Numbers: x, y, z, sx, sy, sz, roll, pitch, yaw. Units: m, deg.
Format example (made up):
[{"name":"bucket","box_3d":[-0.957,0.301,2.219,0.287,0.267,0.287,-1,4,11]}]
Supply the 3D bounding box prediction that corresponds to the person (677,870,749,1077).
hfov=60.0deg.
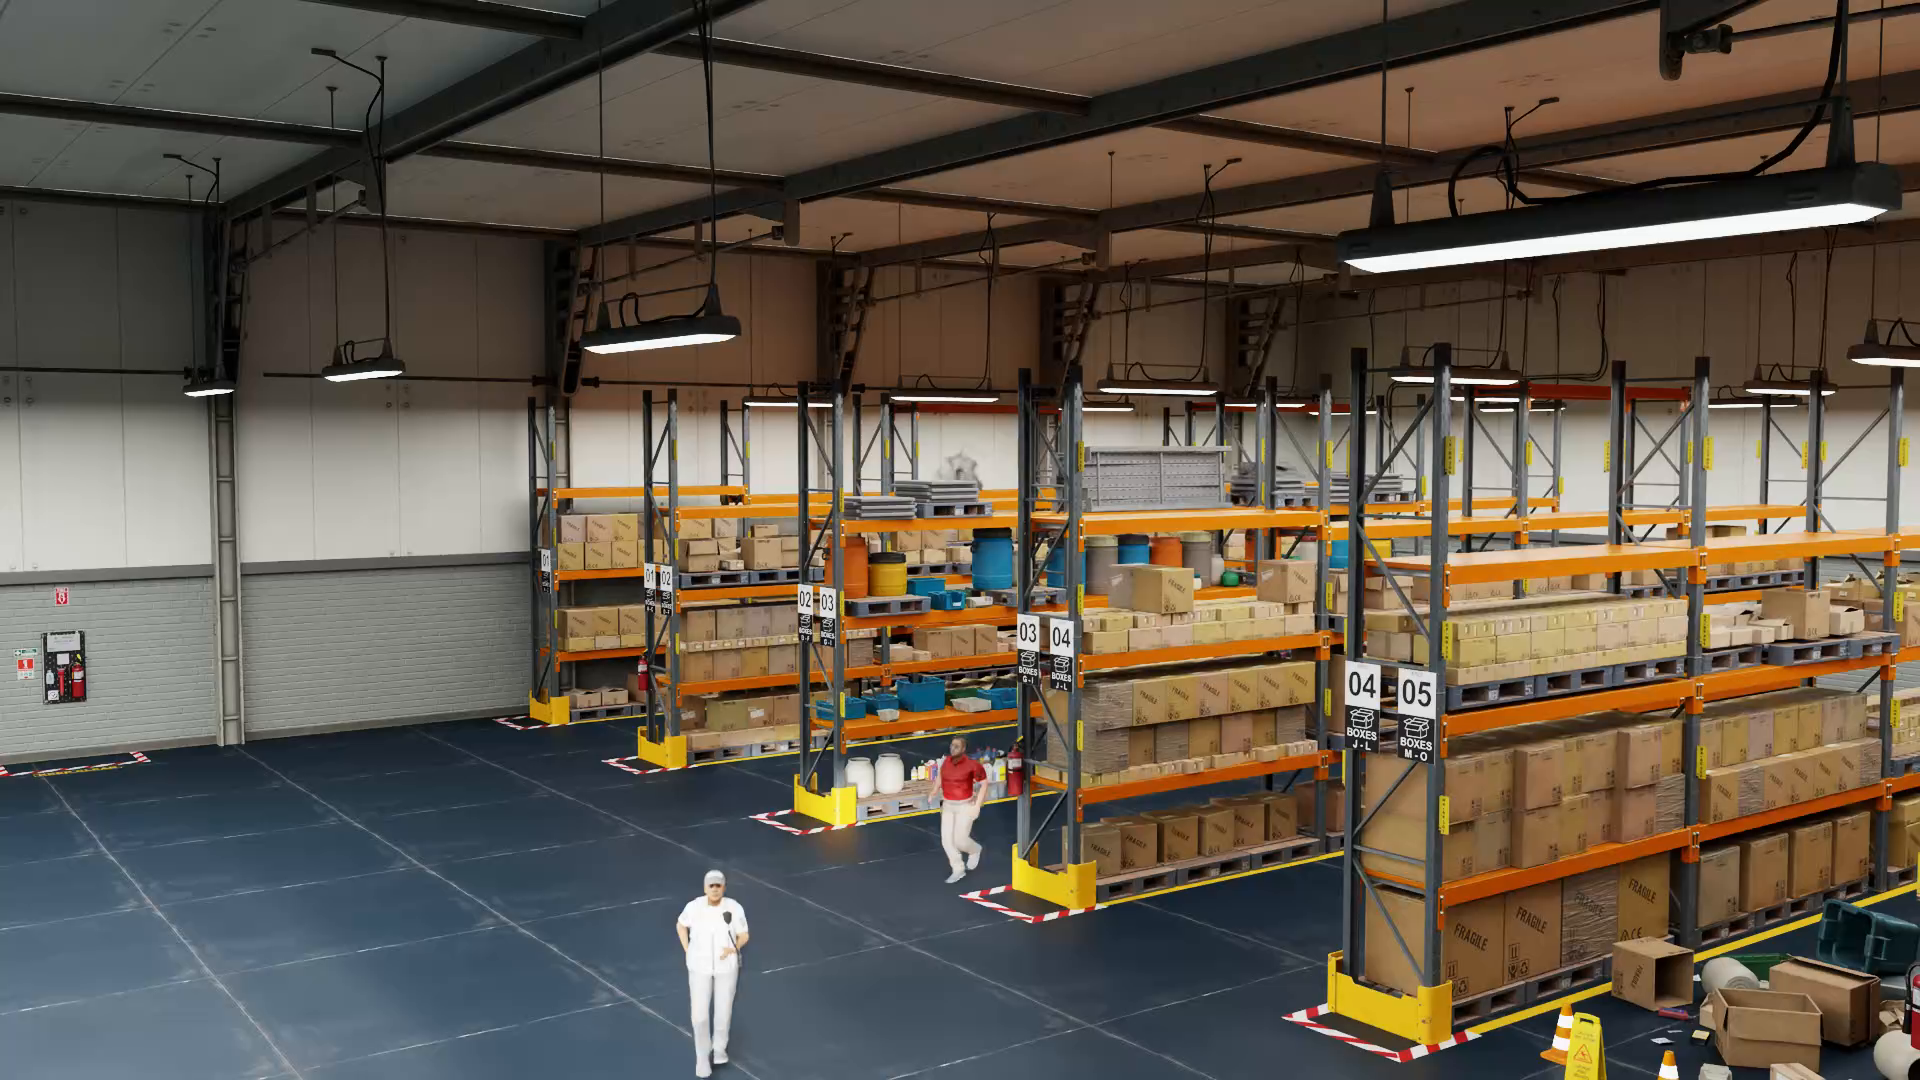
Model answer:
[{"name":"person","box_3d":[-2.020,3.555,13.615,0.585,1.714,0.606,-1,3,-9]}]

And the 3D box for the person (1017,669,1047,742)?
[{"name":"person","box_3d":[1.208,2.680,27.891,0.781,1.670,0.635,-3,4,-39]}]

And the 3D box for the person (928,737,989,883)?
[{"name":"person","box_3d":[0.006,3.178,19.674,0.707,1.713,0.647,2,4,33]}]
